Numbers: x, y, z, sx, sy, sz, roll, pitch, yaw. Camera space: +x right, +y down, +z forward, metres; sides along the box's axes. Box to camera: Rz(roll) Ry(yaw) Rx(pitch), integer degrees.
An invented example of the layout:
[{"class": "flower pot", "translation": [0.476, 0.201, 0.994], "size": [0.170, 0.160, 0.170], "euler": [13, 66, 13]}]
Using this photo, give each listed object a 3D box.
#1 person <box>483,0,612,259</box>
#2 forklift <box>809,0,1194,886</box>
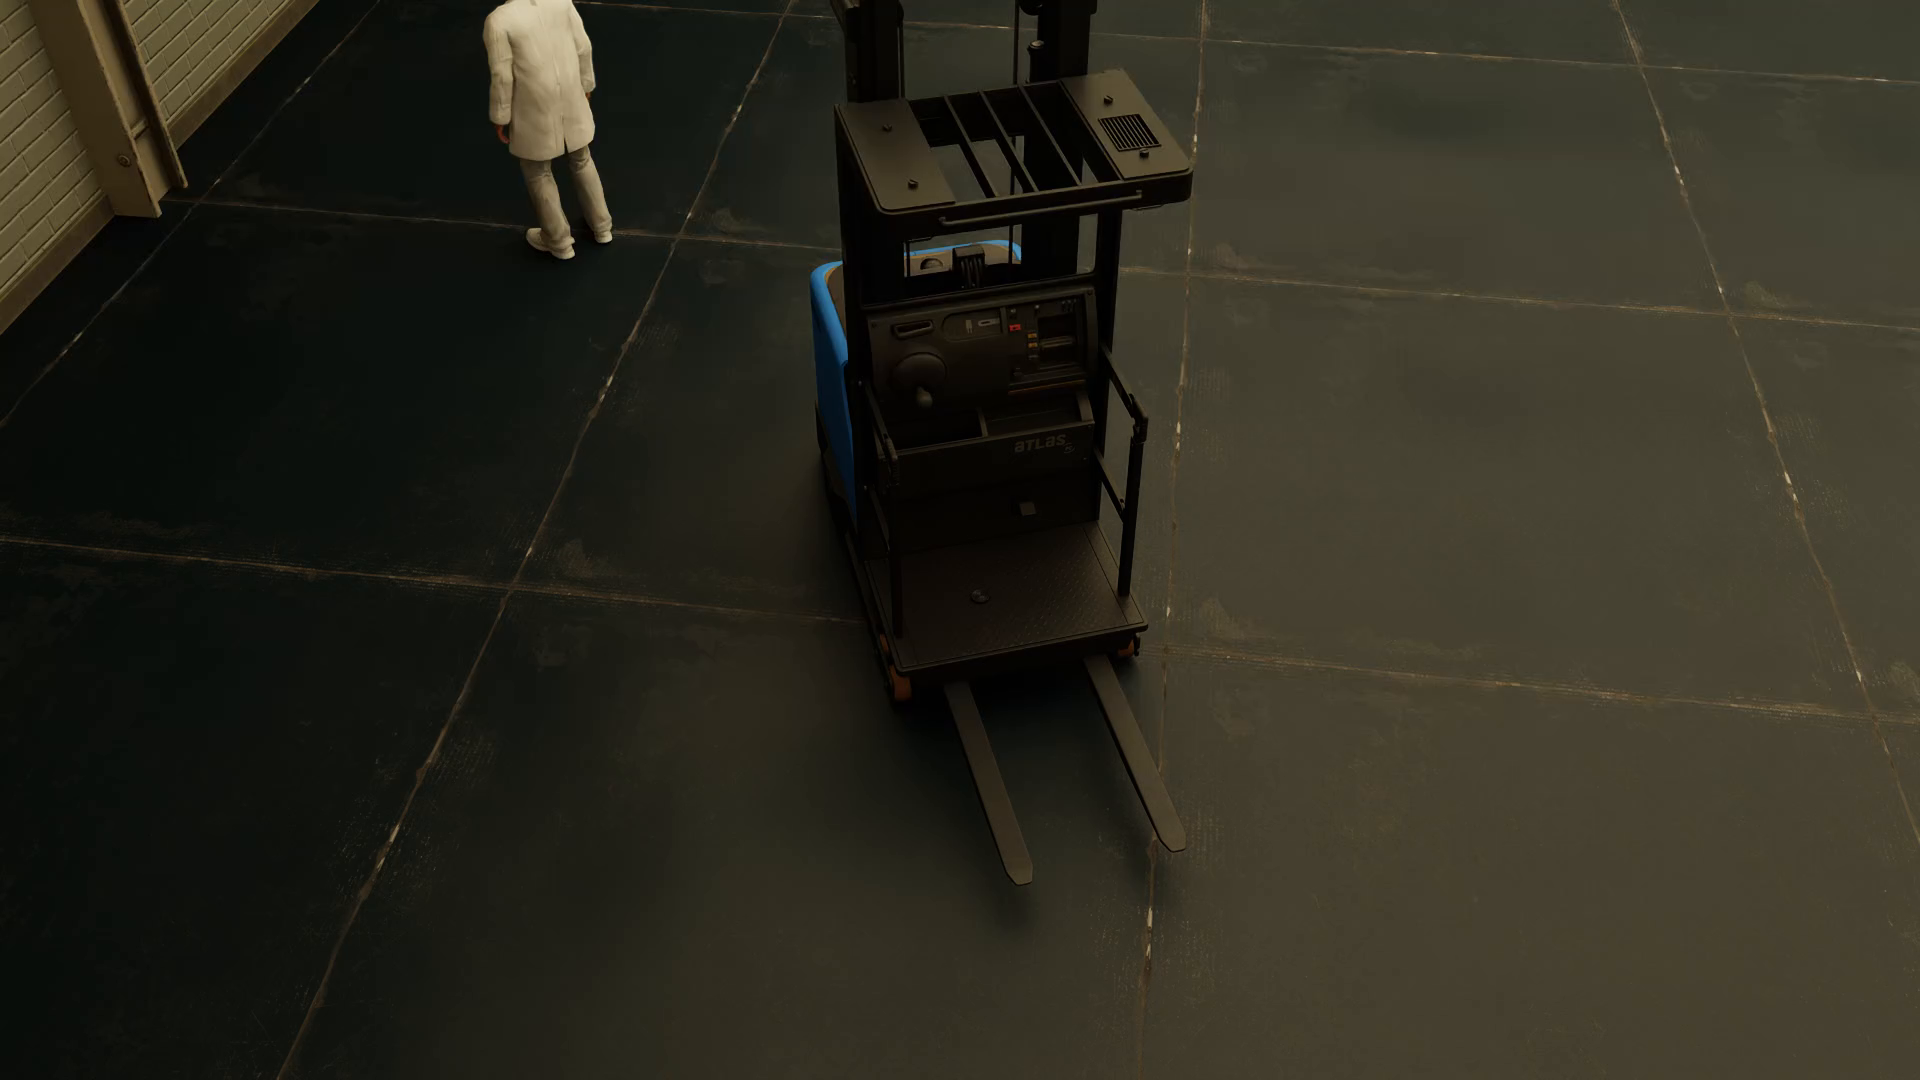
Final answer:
[{"class": "person", "translation": [-2.295, -2.402, 9.194], "size": [0.655, 1.774, 0.423], "euler": [-31, 51, -29]}, {"class": "forklift", "translation": [0.153, -0.681, 6.465], "size": [1.130, 2.935, 3.031], "euler": [-10, 44, -11]}]
